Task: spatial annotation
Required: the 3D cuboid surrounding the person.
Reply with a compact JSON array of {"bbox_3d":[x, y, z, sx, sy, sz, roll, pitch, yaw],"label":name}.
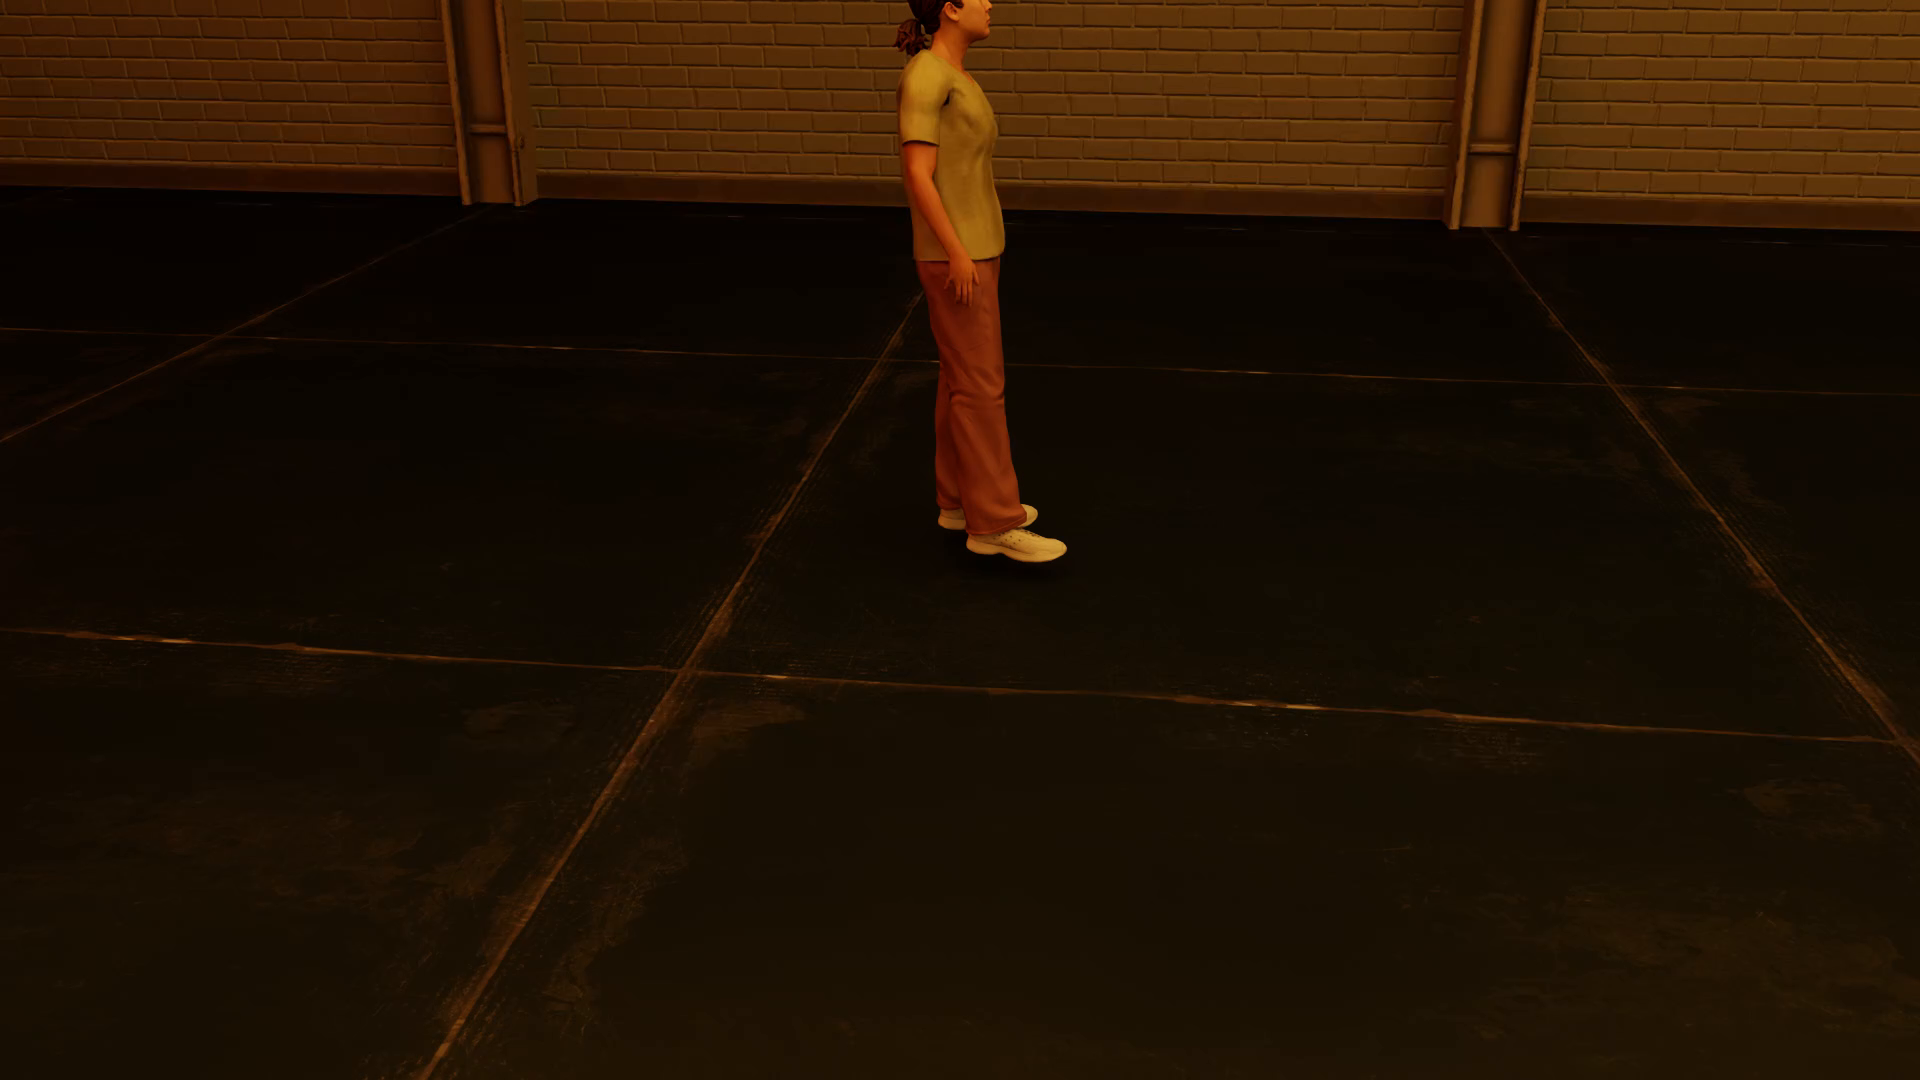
[{"bbox_3d":[0.072,-0.809,4.829,0.547,1.662,0.553,3,22,7],"label":"person"}]
